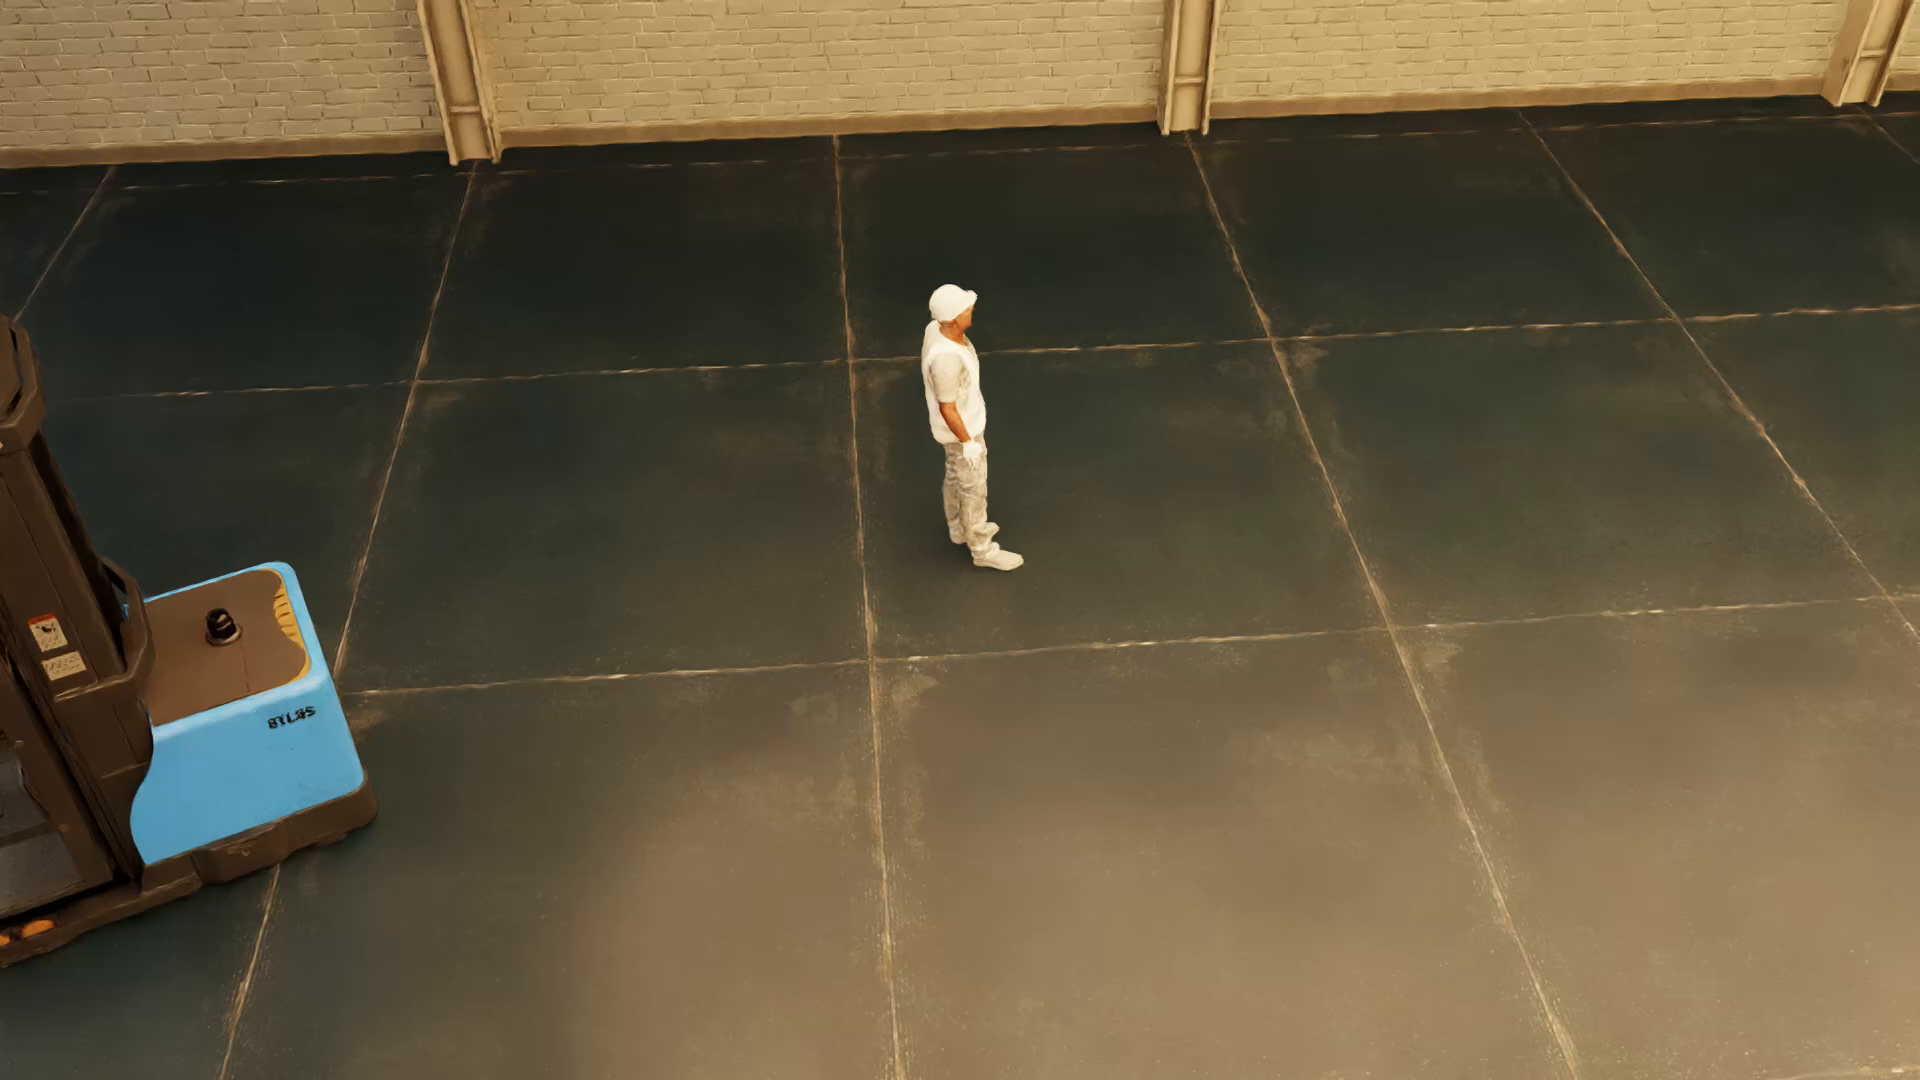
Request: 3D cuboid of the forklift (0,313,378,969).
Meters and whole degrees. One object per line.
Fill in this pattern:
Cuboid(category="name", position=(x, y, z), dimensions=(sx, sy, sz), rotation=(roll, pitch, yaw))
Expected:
Cuboid(category="forklift", position=(-4.512, 0.514, 7.337), dimensions=(3.031, 2.935, 1.130), rotation=(-19, 44, -21))

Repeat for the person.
Cuboid(category="person", position=(0.073, -0.682, 9.608), dimensions=(0.576, 1.782, 0.655), rotation=(-3, 41, -4))
